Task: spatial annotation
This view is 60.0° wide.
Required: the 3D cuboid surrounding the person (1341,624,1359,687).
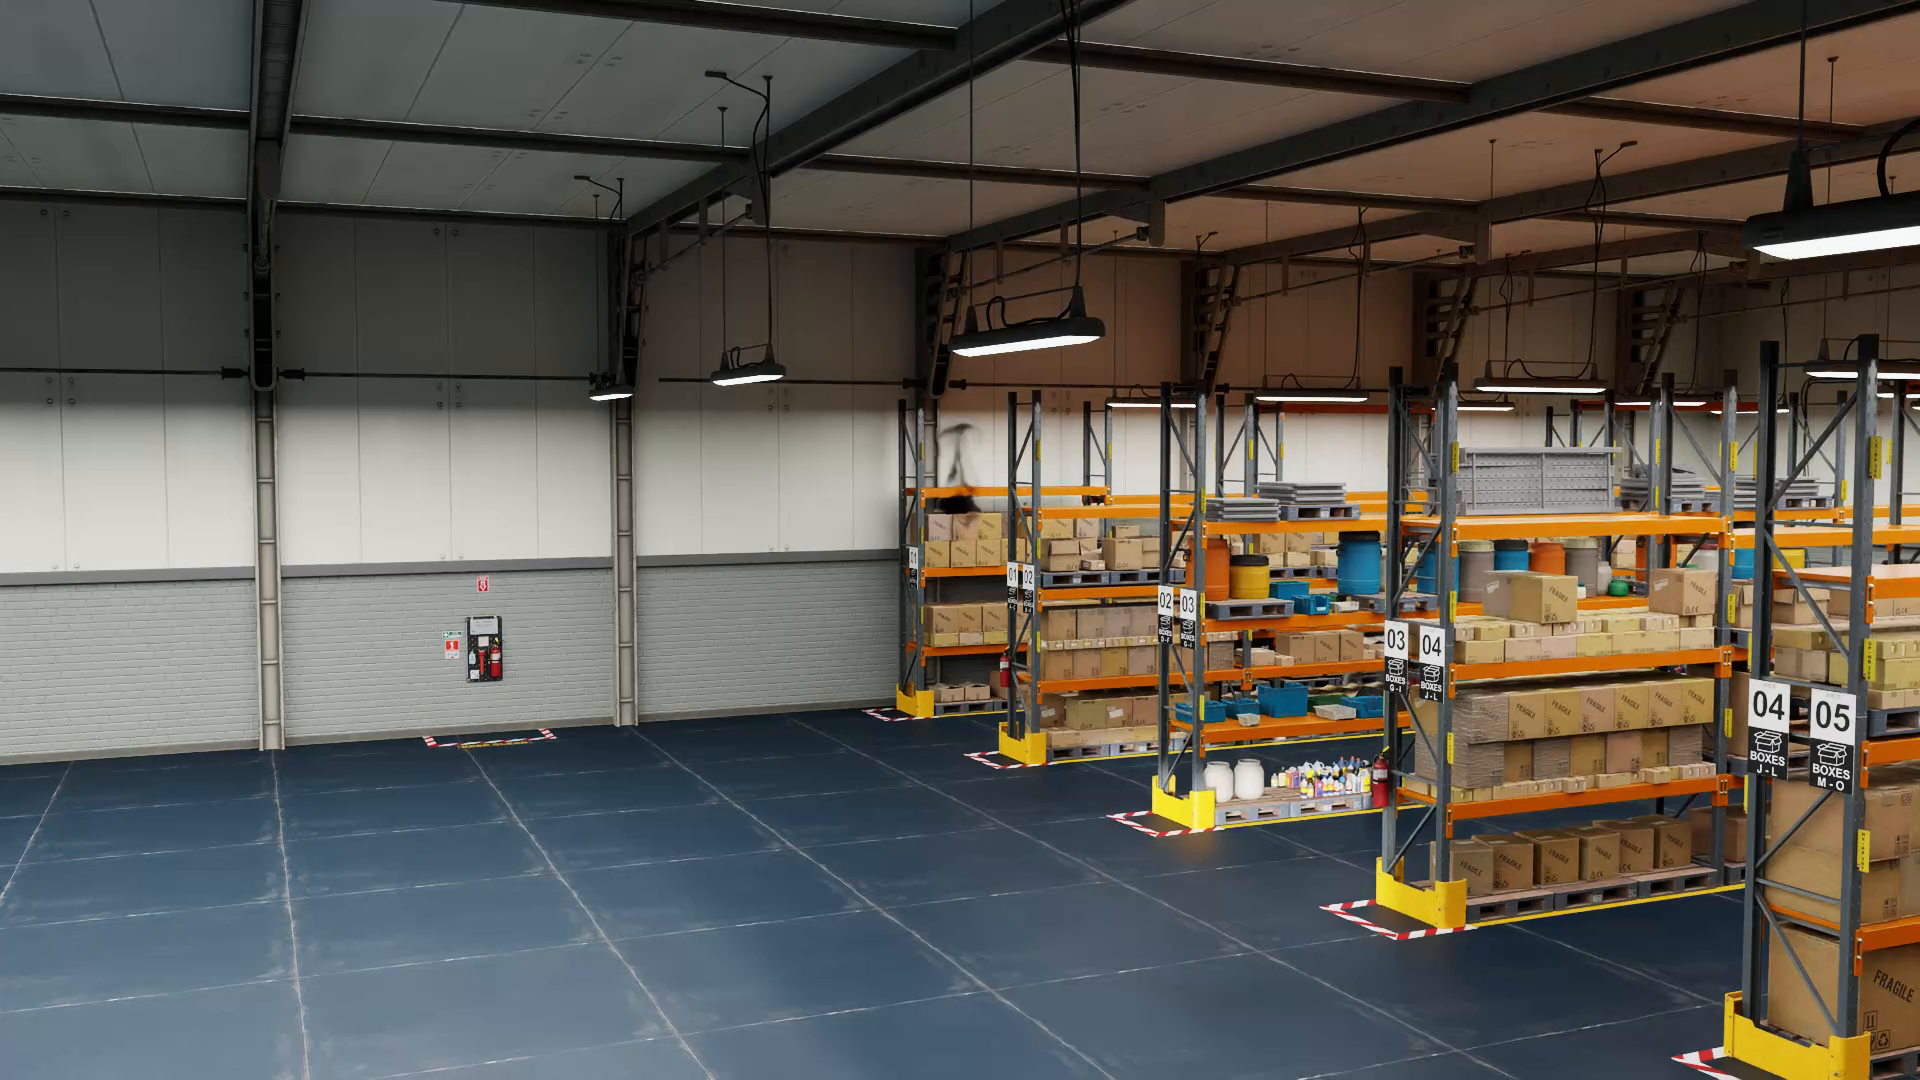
[{"bbox_3d":[7.547,2.421,31.919,0.876,1.754,0.650,-2,4,-29],"label":"person"}]
